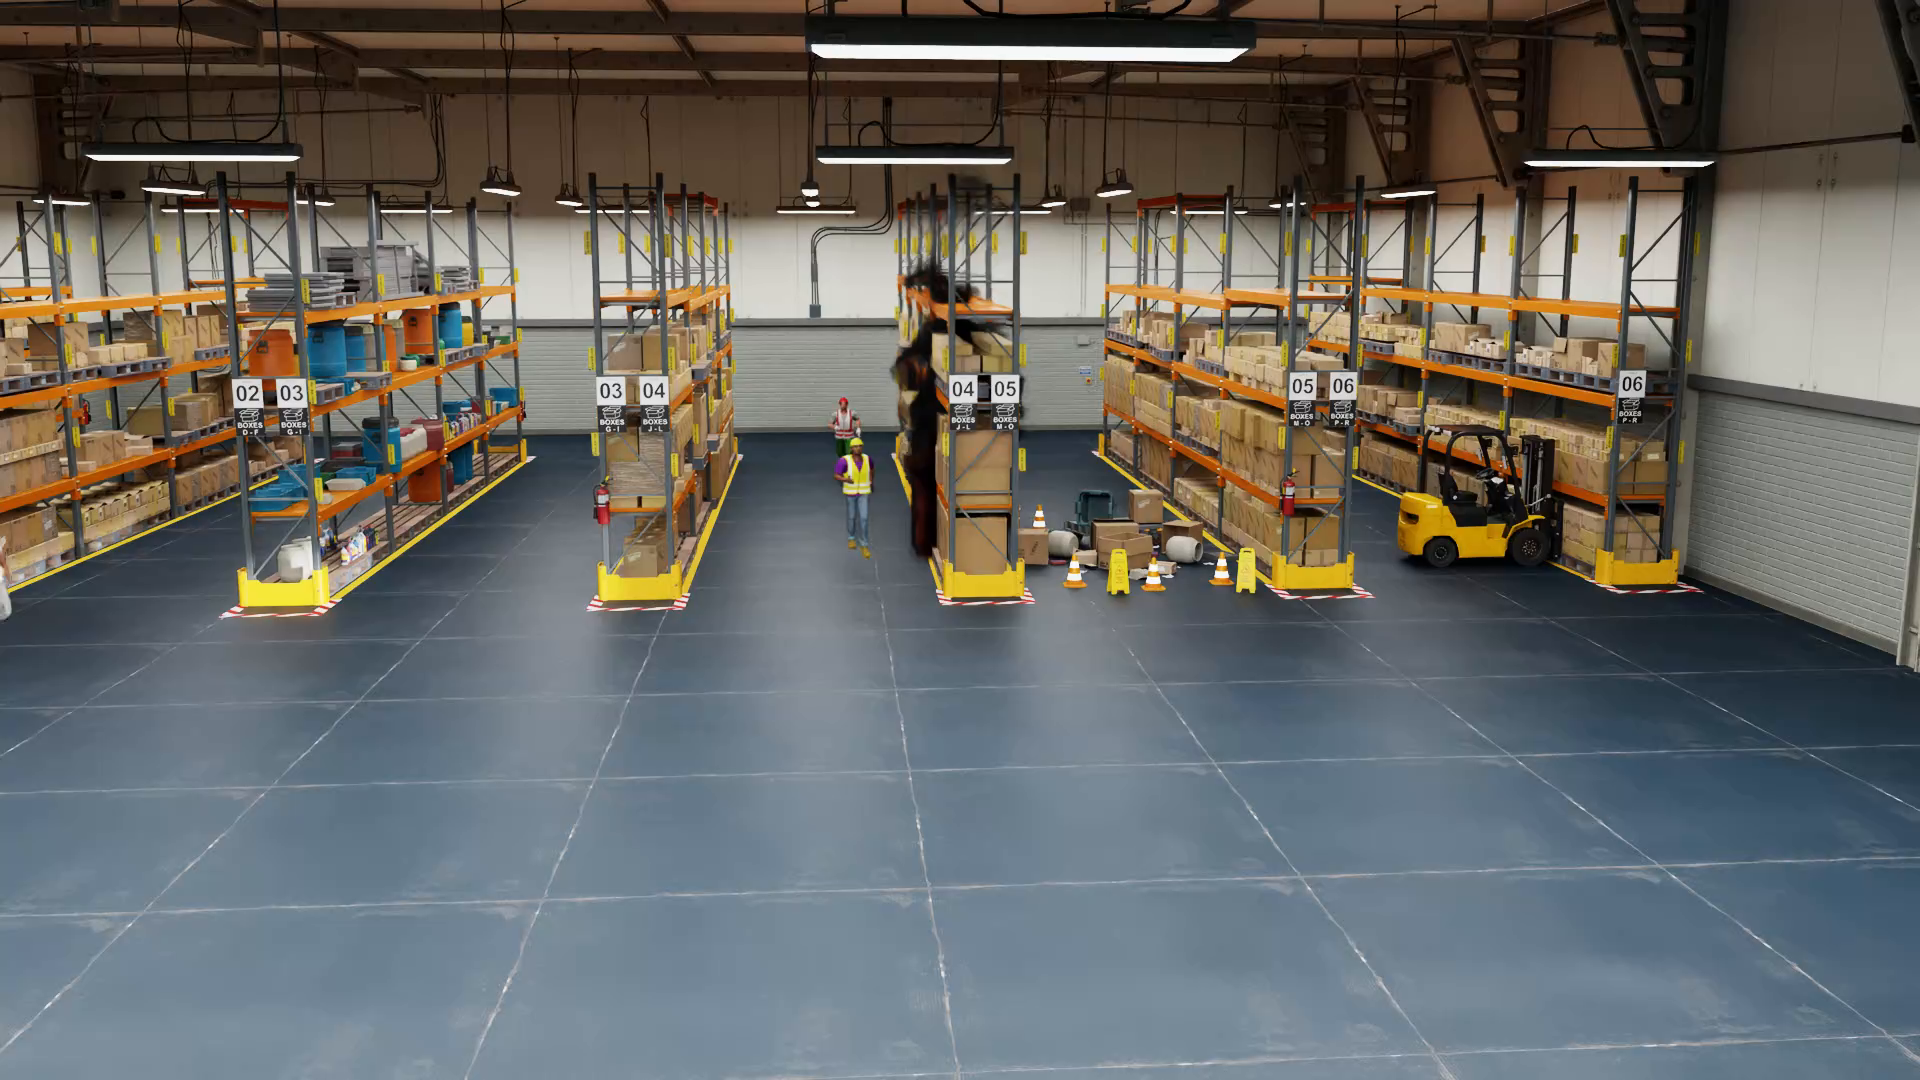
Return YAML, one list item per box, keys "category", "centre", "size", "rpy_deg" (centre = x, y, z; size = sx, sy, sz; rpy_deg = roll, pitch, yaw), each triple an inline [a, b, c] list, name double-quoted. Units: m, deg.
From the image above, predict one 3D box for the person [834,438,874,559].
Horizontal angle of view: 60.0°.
- category: "person"
  centre: [-1.625, -0.677, 25.823]
  size: [0.676, 1.839, 0.756]
  rpy_deg: [-2, 10, -12]

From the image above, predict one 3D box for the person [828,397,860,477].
- category: "person"
  centre: [-2.480, -2.150, 35.734]
  size: [0.681, 1.848, 0.814]
  rpy_deg: [0, 10, -1]

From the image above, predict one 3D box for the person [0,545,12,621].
- category: "person"
  centre: [-12.170, 0.536, 20.735]
  size: [0.543, 1.728, 0.699]
  rpy_deg: [5, 11, 26]
